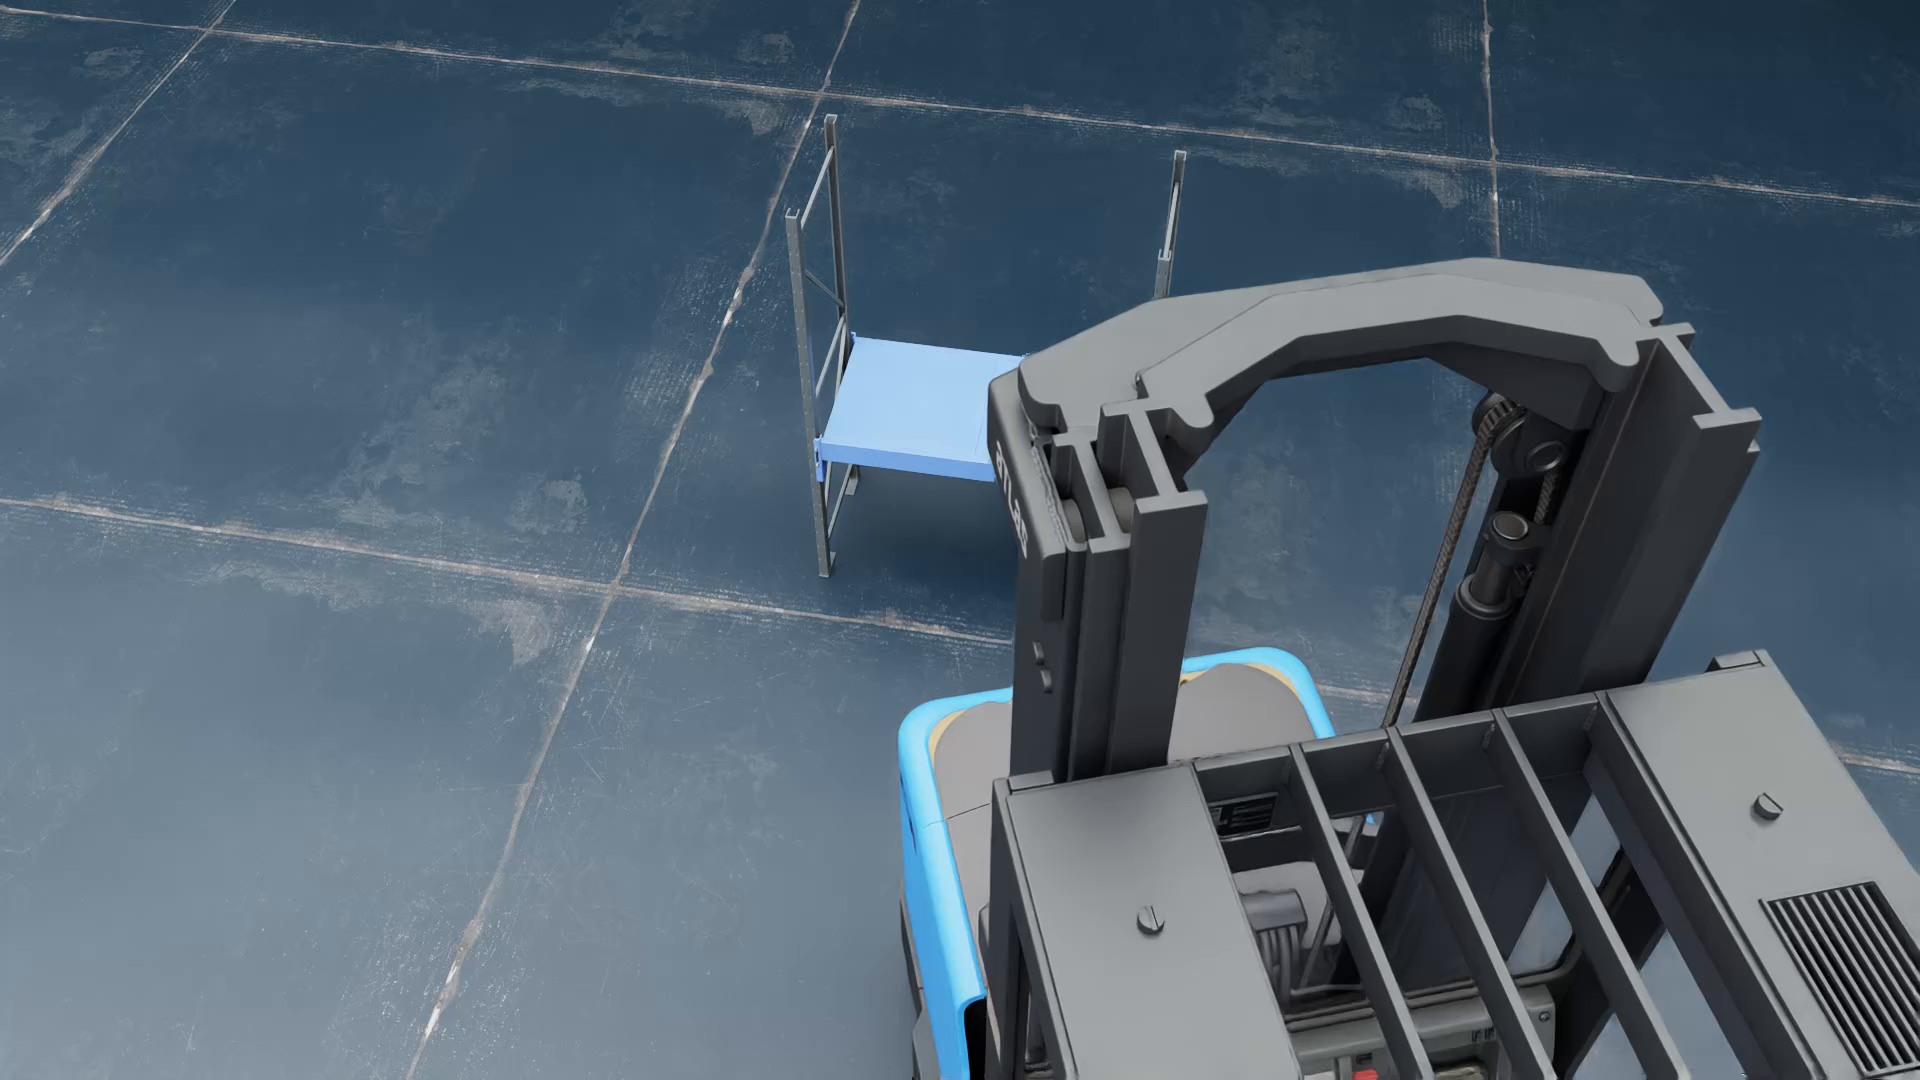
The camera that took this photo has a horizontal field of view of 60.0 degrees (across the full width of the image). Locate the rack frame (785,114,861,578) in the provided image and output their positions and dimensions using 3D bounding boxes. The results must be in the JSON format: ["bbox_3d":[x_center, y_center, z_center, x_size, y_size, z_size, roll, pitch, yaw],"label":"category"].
[{"bbox_3d":[-0.416,-0.557,5.242,0.032,1.500,0.500,8,49,7],"label":"rack frame"}]

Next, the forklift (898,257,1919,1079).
[{"bbox_3d":[0.633,1.136,2.759,1.130,2.935,3.031,-9,49,-8],"label":"forklift"}]

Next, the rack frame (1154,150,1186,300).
[{"bbox_3d":[0.584,-0.423,5.122,0.032,1.500,0.500,8,49,7],"label":"rack frame"}]

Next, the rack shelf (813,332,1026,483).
[{"bbox_3d":[0.084,-0.370,5.316,1.000,0.185,0.538,8,49,7],"label":"rack shelf"}]

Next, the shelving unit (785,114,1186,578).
[{"bbox_3d":[0.084,-0.490,5.182,1.048,1.500,0.538,8,49,7],"label":"shelving unit"}]
